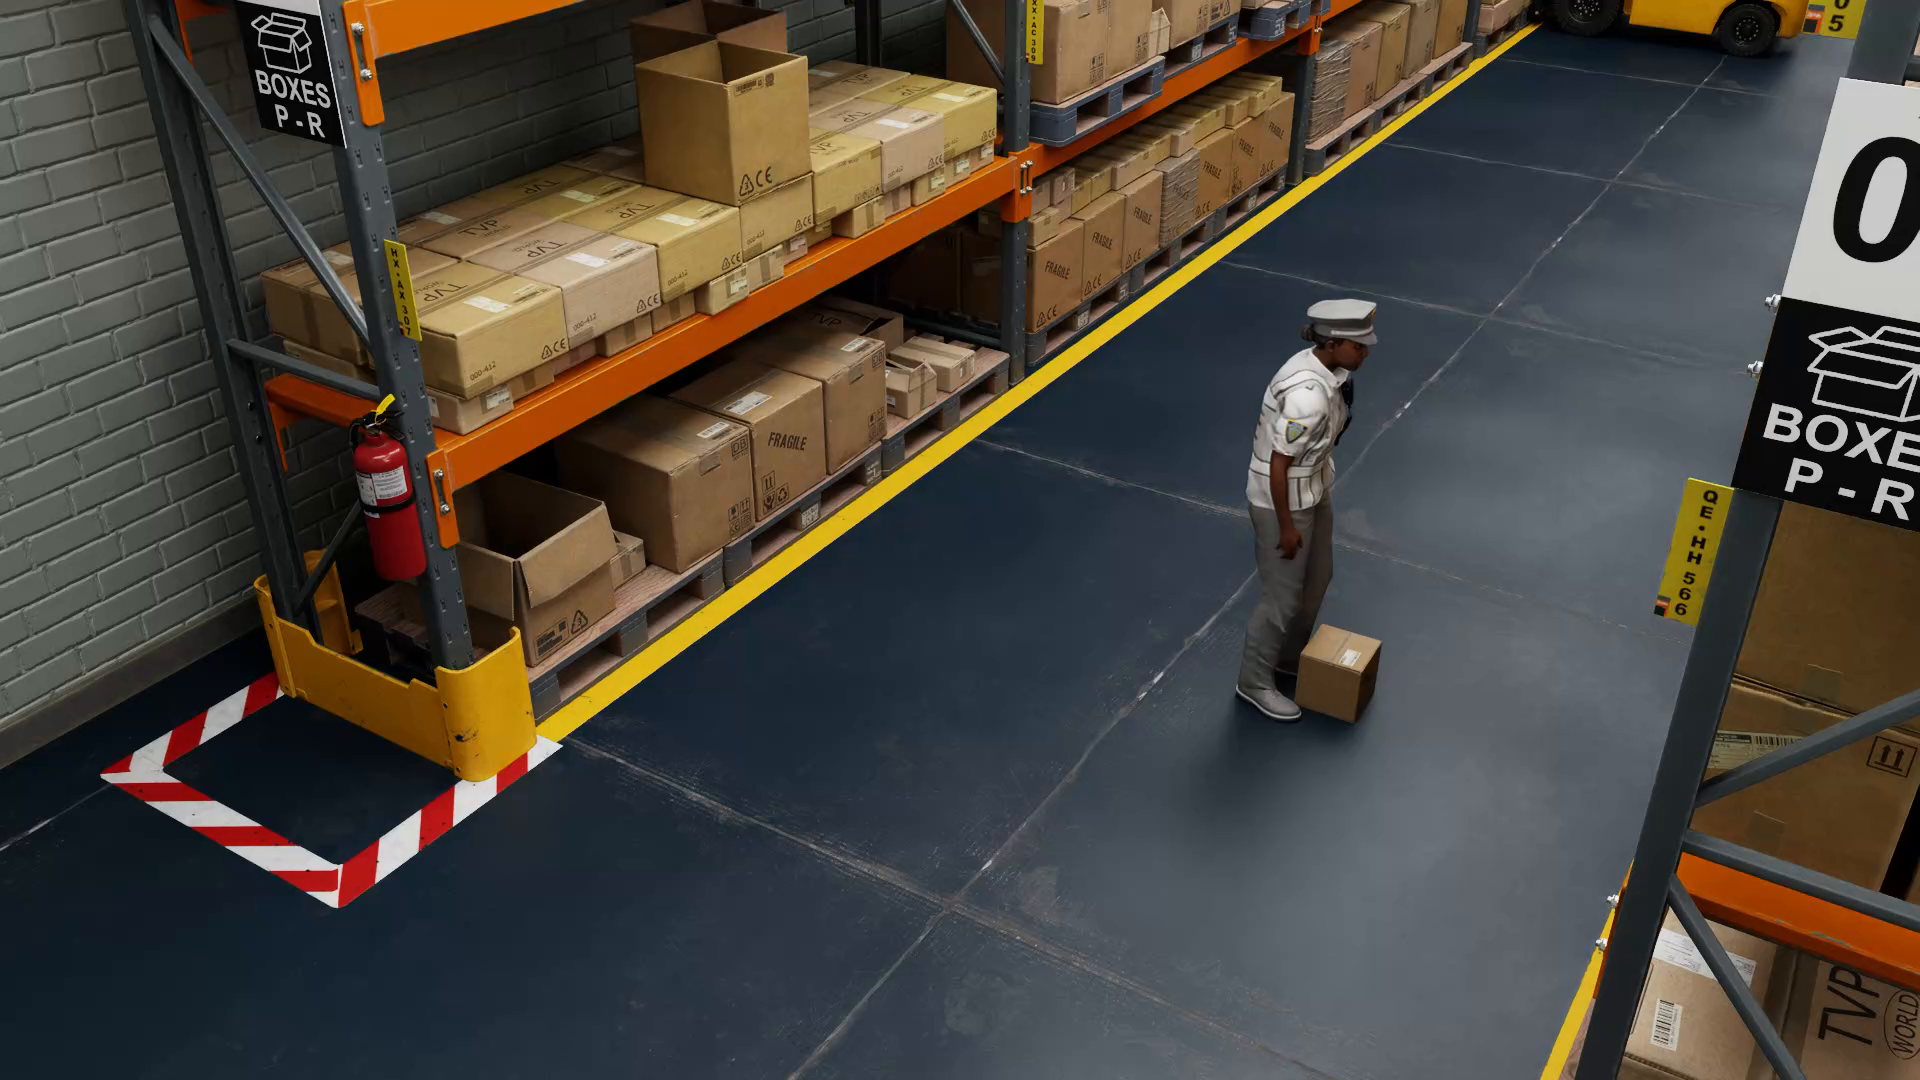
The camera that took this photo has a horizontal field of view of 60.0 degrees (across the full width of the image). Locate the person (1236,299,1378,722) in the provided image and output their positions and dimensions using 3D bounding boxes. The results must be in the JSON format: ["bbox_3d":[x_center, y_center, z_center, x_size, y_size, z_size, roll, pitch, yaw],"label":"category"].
[{"bbox_3d":[1.313,-0.134,6.357,0.428,1.659,0.529,16,34,24],"label":"person"}]
